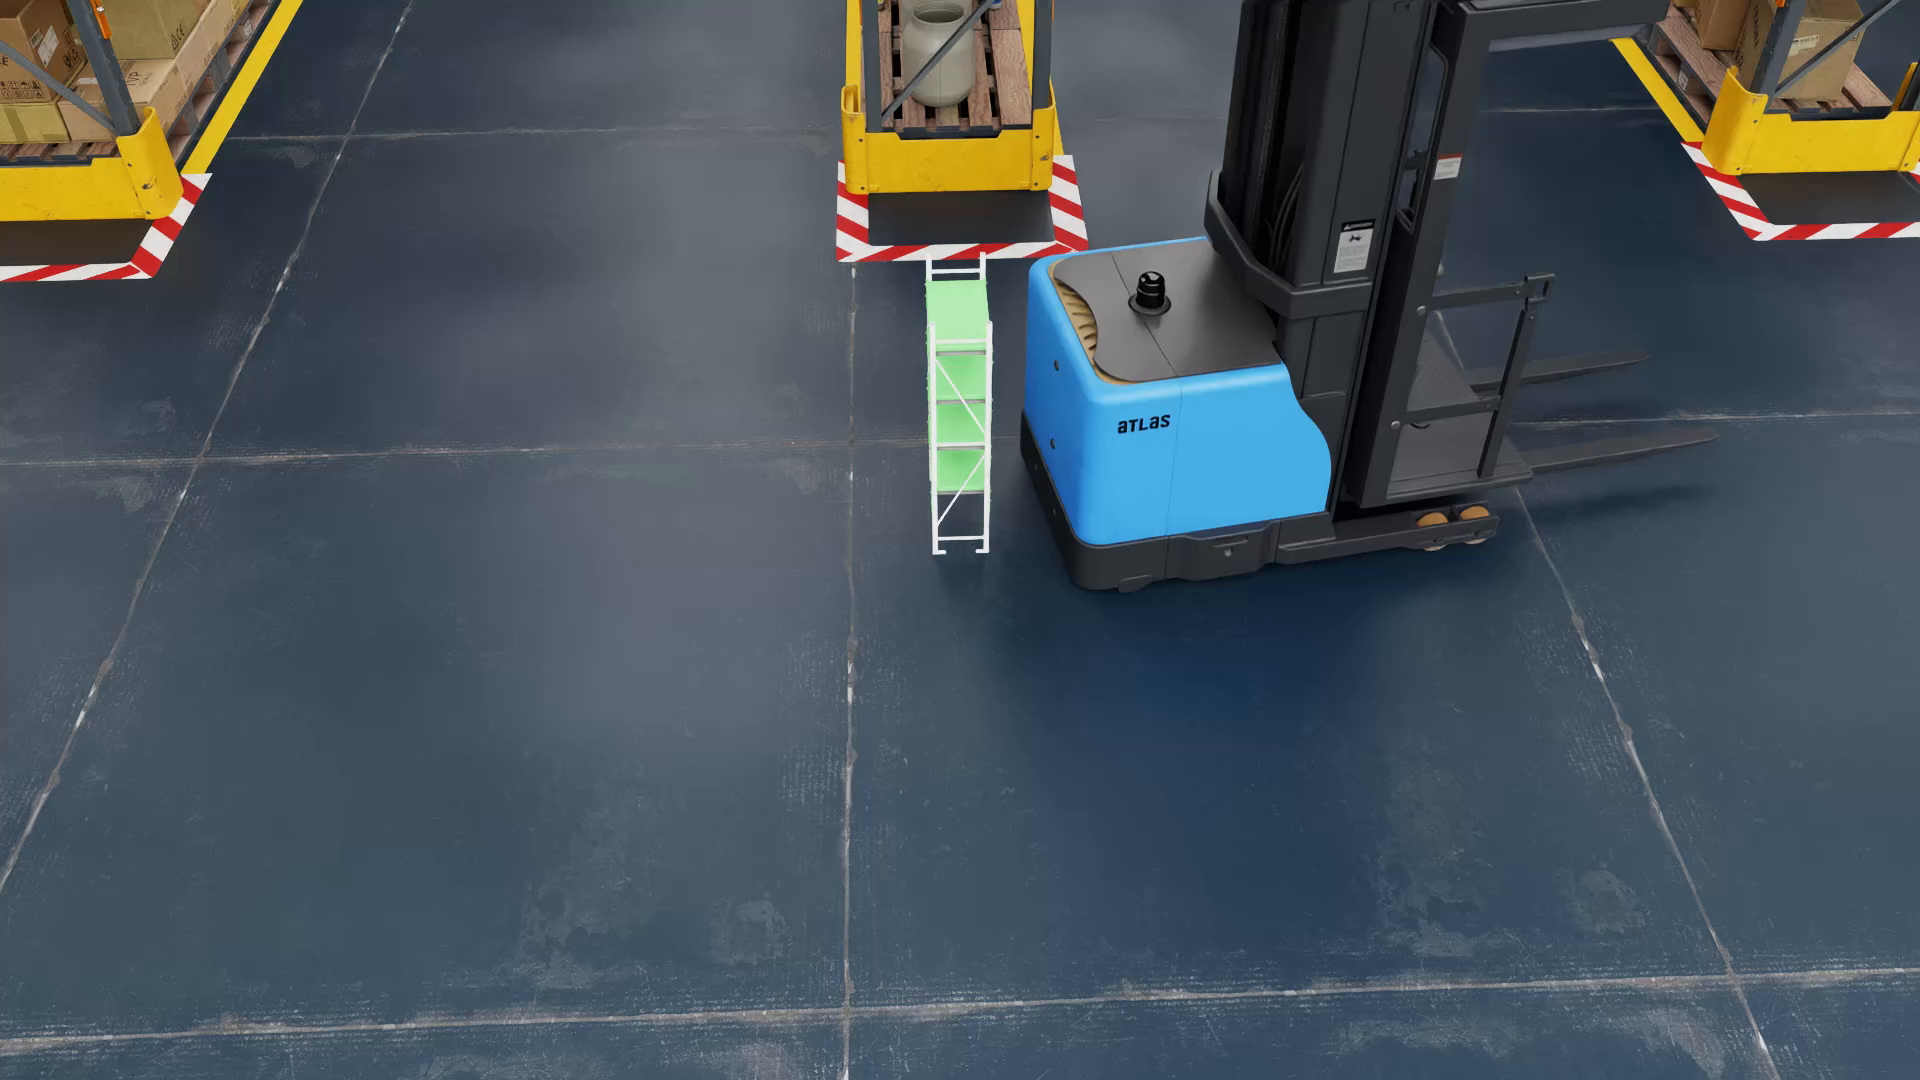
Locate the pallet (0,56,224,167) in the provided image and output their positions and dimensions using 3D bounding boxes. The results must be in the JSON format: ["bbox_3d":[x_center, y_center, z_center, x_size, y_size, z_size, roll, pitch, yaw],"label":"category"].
[{"bbox_3d":[-5.040,-2.483,9.803,1.003,0.211,1.213,-2,43,-2],"label":"pallet"}]

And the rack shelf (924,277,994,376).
[{"bbox_3d":[-0.007,-0.861,6.685,0.258,0.148,0.480,-2,43,-2],"label":"rack shelf"}]

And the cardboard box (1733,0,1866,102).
[{"bbox_3d":[4.922,-2.933,9.769,0.500,0.500,0.500,6,43,6],"label":"cardboard box"}]

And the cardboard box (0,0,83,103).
[{"bbox_3d":[-5.285,-2.767,9.218,0.500,0.500,0.500,-2,43,-2],"label":"cardboard box"}]

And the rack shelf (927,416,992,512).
[{"bbox_3d":[-0.007,-0.330,7.172,0.258,0.148,0.480,-2,43,-2],"label":"rack shelf"}]

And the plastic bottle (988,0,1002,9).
[{"bbox_3d":[0.218,-3.525,10.569,0.097,0.271,0.097,0,43,0],"label":"plastic bottle"}]

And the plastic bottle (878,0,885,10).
[{"bbox_3d":[-0.532,-3.494,10.587,0.097,0.201,0.097,0,43,0],"label":"plastic bottle"}]

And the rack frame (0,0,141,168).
[{"bbox_3d":[-4.965,-2.996,8.299,1.000,3.000,0.127,-2,43,-2],"label":"rack frame"}]

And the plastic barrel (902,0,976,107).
[{"bbox_3d":[-0.121,-2.815,9.632,0.421,0.512,0.421,0,43,0],"label":"plastic barrel"}]

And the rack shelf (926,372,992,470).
[{"bbox_3d":[-0.007,-0.507,7.010,0.258,0.148,0.480,-2,43,-2],"label":"rack shelf"}]

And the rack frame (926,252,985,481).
[{"bbox_3d":[-0.017,-0.719,7.146,0.240,1.200,0.015,-2,43,-2],"label":"rack frame"}]

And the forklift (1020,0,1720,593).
[{"bbox_3d":[1.846,-1.375,6.581,3.031,2.935,1.130,-9,43,-9],"label":"forklift"}]

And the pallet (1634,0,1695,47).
[{"bbox_3d":[4.881,-3.672,11.100,1.003,0.211,1.213,-2,43,-2],"label":"pallet"}]

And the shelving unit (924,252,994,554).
[{"bbox_3d":[-0.007,-0.554,6.966,0.258,1.200,0.503,-2,43,-2],"label":"shelving unit"}]

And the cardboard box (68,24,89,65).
[{"bbox_3d":[-5.317,-2.828,9.839,0.500,0.250,0.500,-2,43,-2],"label":"cardboard box"}]

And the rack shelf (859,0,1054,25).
[{"bbox_3d":[-0.101,-4.221,10.167,1.077,0.370,4.000,-2,43,-2],"label":"rack shelf"}]

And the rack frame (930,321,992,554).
[{"bbox_3d":[0.003,-0.389,6.787,0.240,1.200,0.015,-2,43,-2],"label":"rack frame"}]

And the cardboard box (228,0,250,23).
[{"bbox_3d":[-4.828,-3.518,10.593,0.500,0.250,0.500,-2,43,-2],"label":"cardboard box"}]

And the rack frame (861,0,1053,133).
[{"bbox_3d":[-0.016,-3.136,8.451,1.000,3.000,0.127,-2,43,-2],"label":"rack frame"}]

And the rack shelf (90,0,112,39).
[{"bbox_3d":[-5.050,-4.081,10.015,1.077,0.370,4.000,-2,43,-2],"label":"rack shelf"}]

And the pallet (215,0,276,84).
[{"bbox_3d":[-5.088,-3.305,10.699,1.003,0.211,1.213,-2,43,-2],"label":"pallet"}]

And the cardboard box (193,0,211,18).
[{"bbox_3d":[-4.823,-3.457,9.970,0.500,0.500,0.500,-2,43,-2],"label":"cardboard box"}]

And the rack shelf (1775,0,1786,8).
[{"bbox_3d":[4.847,-4.363,10.322,1.077,0.370,4.000,-2,43,-2],"label":"rack shelf"}]

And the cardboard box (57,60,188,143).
[{"bbox_3d":[-4.766,-2.506,9.488,0.500,0.250,0.500,-2,43,-2],"label":"cardboard box"}]

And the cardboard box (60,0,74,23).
[{"bbox_3d":[-5.343,-3.442,9.954,0.500,0.500,0.500,-2,43,-2],"label":"cardboard box"}]

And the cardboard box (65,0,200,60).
[{"bbox_3d":[-4.789,-3.120,9.603,0.500,0.500,0.500,-2,43,-2],"label":"cardboard box"}]

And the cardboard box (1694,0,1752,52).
[{"bbox_3d":[4.863,-3.336,10.208,0.500,0.500,0.500,9,43,9],"label":"cardboard box"}]

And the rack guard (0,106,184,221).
[{"bbox_3d":[-4.964,-2.058,9.126,1.175,0.500,0.348,-2,43,-2],"label":"rack guard"}]

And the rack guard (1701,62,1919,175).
[{"bbox_3d":[4.929,-2.408,9.507,1.175,0.500,0.348,-2,43,-2],"label":"rack guard"}]

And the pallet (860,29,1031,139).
[{"bbox_3d":[-0.096,-2.706,10.046,1.003,0.211,1.213,-2,43,-2],"label":"pallet"}]

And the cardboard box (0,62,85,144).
[{"bbox_3d":[-5.283,-2.491,9.472,0.500,0.250,0.500,-2,43,-2],"label":"cardboard box"}]

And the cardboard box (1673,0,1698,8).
[{"bbox_3d":[4.855,-3.759,10.670,0.500,0.500,0.500,2,43,2],"label":"cardboard box"}]

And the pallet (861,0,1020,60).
[{"bbox_3d":[-0.145,-3.528,10.943,1.003,0.211,1.213,-2,43,-2],"label":"pallet"}]

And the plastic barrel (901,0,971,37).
[{"bbox_3d":[-0.142,-3.154,10.001,0.421,0.512,0.421,0,43,0],"label":"plastic barrel"}]

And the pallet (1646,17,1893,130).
[{"bbox_3d":[4.930,-2.851,10.204,1.003,0.211,1.213,-2,43,-2],"label":"pallet"}]

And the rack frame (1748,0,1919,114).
[{"bbox_3d":[4.932,-3.278,8.606,1.000,3.000,0.127,-2,43,-2],"label":"rack frame"}]

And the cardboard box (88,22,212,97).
[{"bbox_3d":[-4.791,-2.843,9.856,0.500,0.250,0.500,-2,43,-2],"label":"cardboard box"}]

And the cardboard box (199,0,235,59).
[{"bbox_3d":[-4.812,-3.181,10.224,0.500,0.250,0.500,-2,43,-2],"label":"cardboard box"}]

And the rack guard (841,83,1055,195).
[{"bbox_3d":[-0.067,-2.264,9.350,1.175,0.500,0.348,-2,43,-2],"label":"rack guard"}]

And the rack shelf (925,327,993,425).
[{"bbox_3d":[-0.007,-0.684,6.847,0.258,0.148,0.480,-2,43,-2],"label":"rack shelf"}]
